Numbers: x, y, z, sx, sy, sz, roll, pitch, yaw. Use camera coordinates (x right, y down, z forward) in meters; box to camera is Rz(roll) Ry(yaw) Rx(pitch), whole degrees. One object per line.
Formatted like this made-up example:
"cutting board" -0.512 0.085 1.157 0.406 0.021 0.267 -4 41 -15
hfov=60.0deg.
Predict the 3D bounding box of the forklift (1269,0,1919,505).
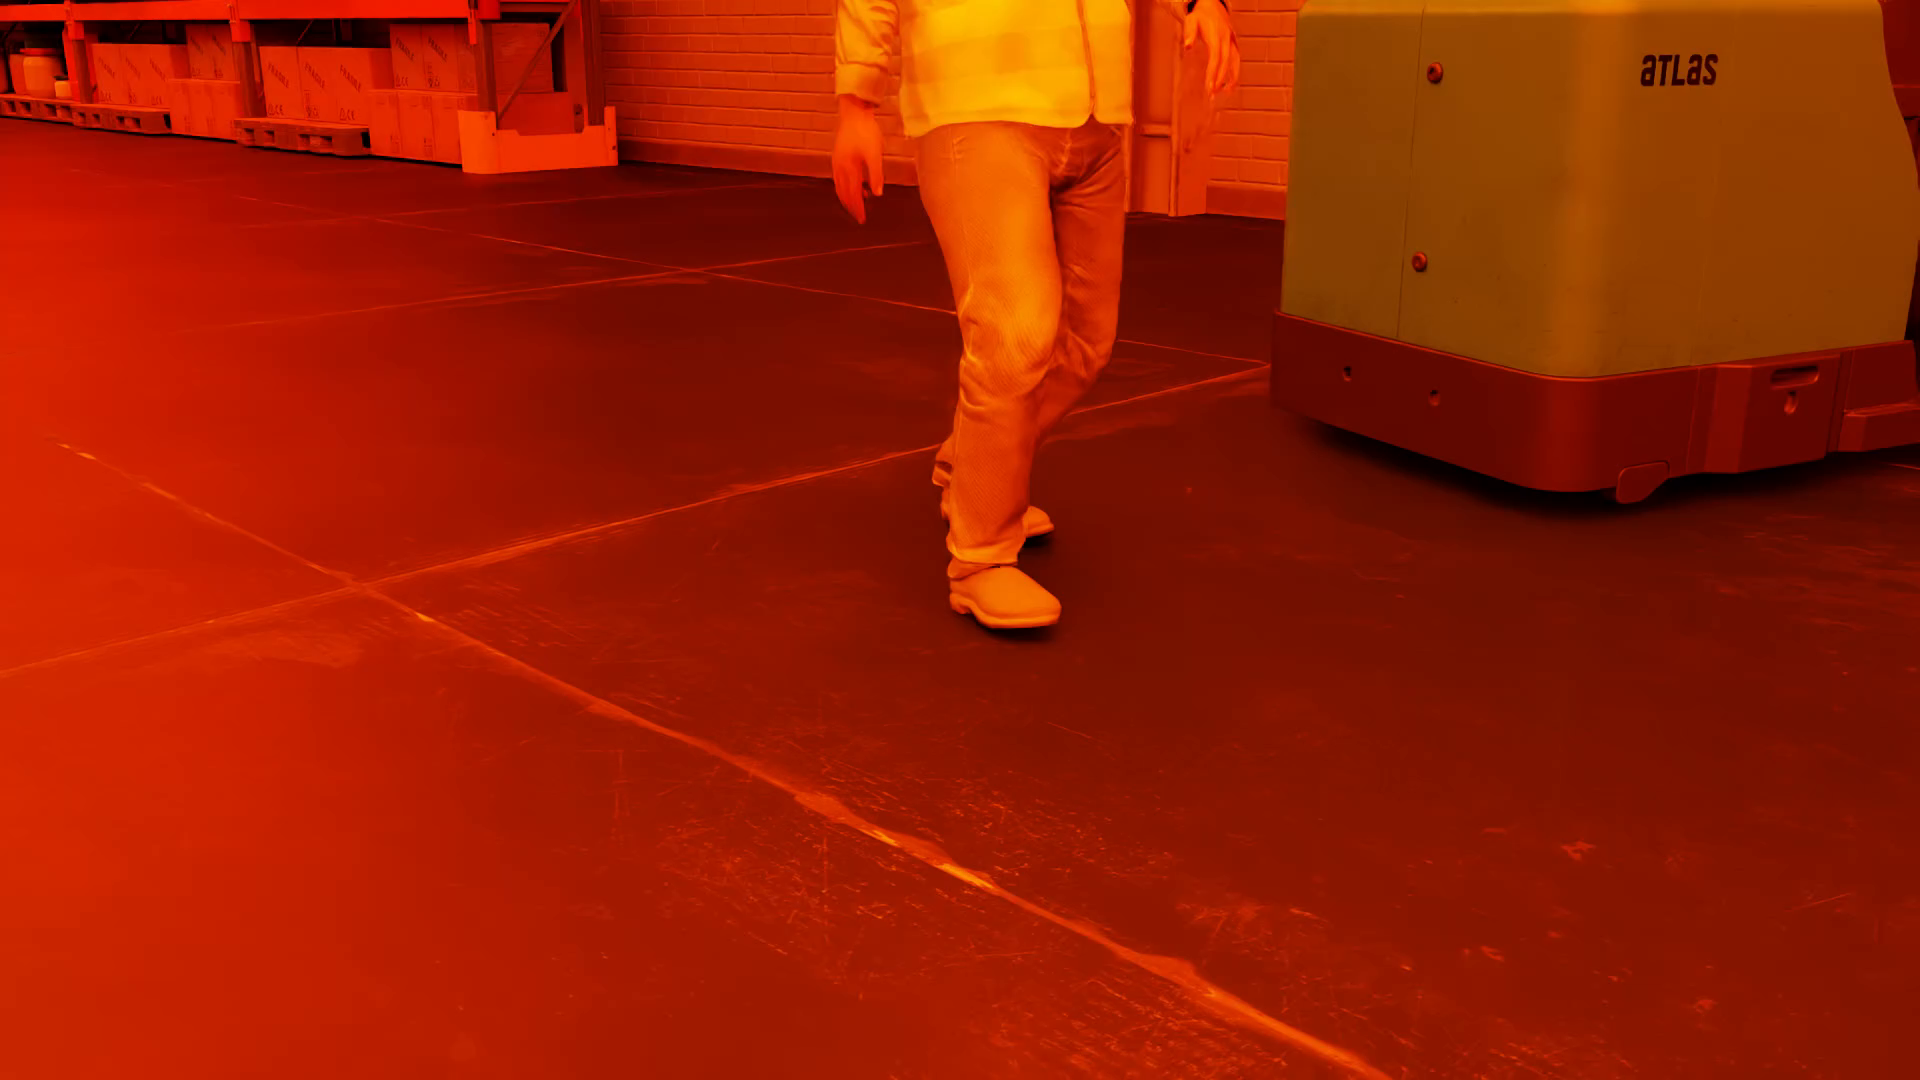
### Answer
"forklift" 2.352 -1.756 4.115 3.031 2.935 1.130 -8 19 -25

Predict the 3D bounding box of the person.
"person" 0.086 -0.725 2.899 0.789 1.688 0.674 16 23 41
